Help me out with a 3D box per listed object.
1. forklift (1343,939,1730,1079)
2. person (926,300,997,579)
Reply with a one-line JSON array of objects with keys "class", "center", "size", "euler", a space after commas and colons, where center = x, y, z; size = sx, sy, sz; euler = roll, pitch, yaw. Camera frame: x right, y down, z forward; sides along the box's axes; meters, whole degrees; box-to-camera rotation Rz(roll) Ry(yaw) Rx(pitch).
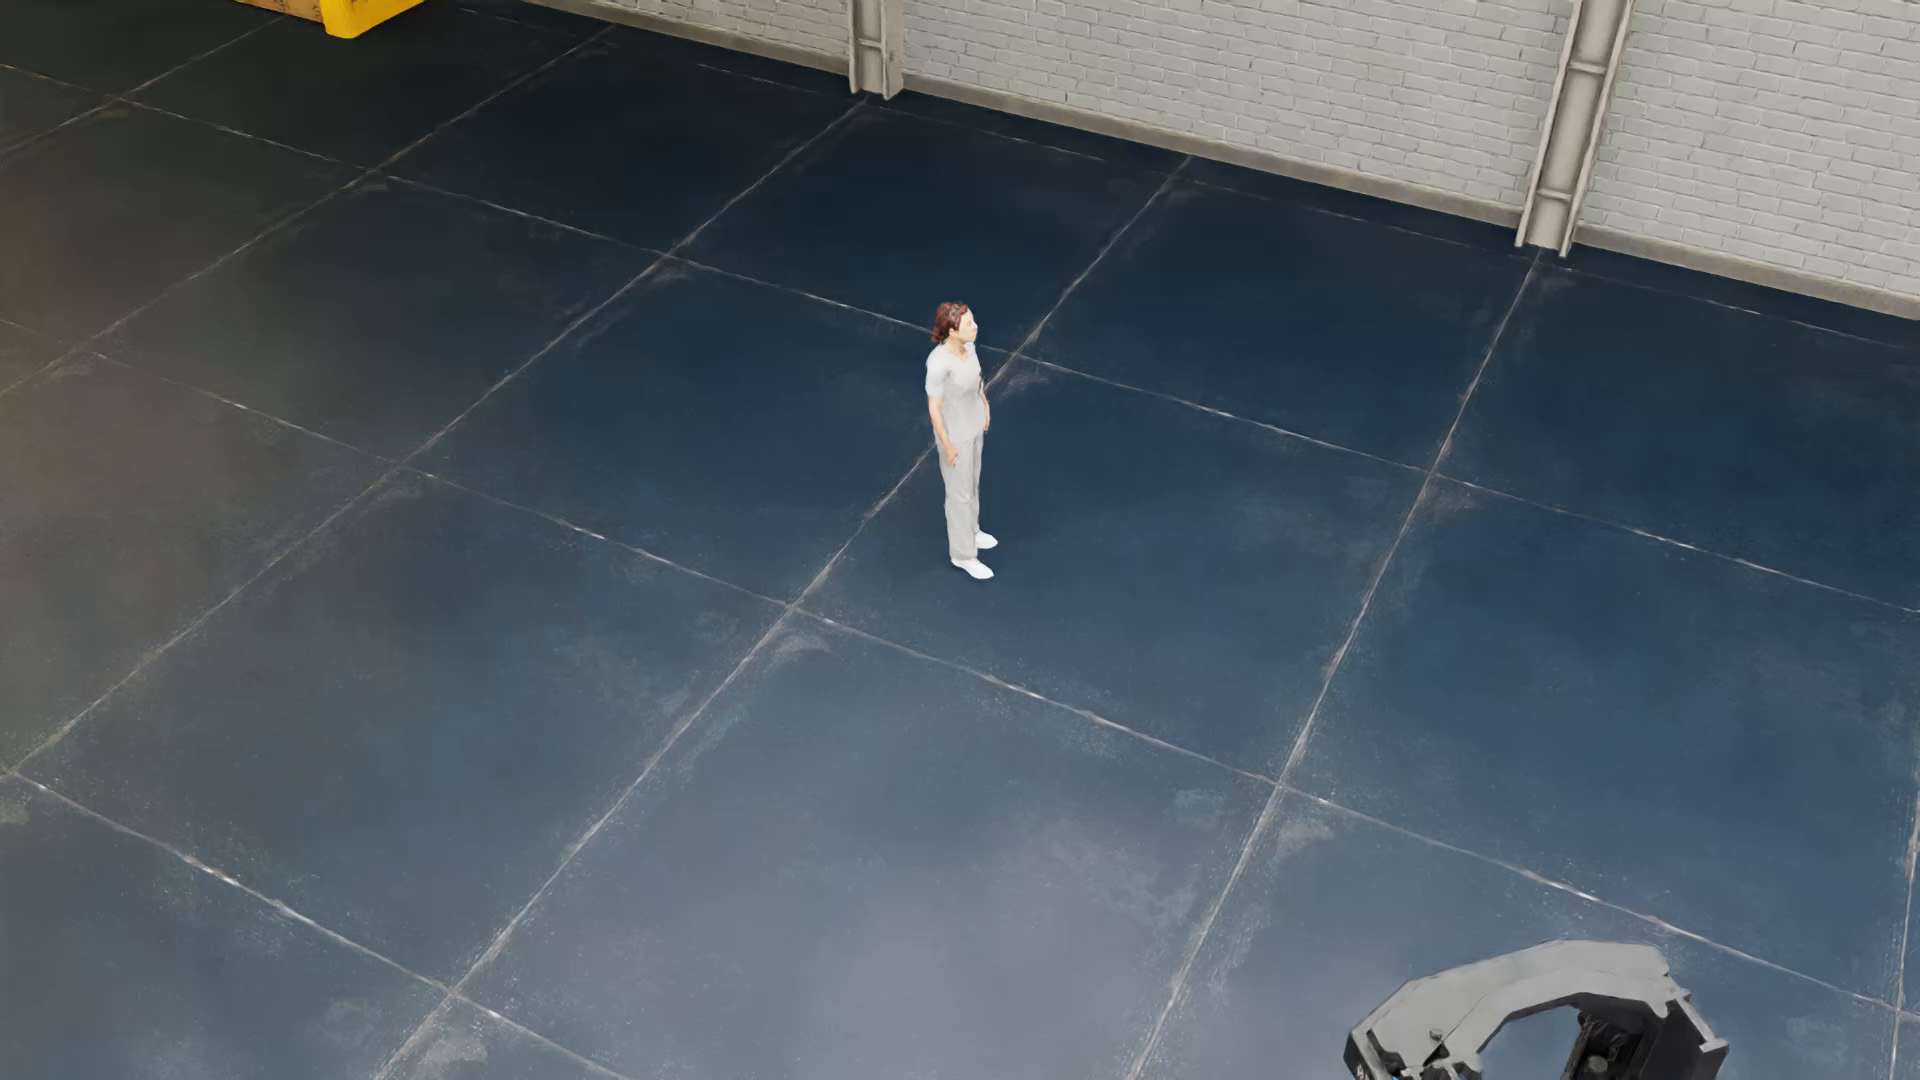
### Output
[{"class": "forklift", "center": [1.683, 2.670, 4.817], "size": [1.130, 2.935, 3.031], "euler": [-11, 41, -13]}, {"class": "person", "center": [0.060, -0.617, 9.682], "size": [0.548, 1.674, 0.550], "euler": [18, 43, 21]}]
